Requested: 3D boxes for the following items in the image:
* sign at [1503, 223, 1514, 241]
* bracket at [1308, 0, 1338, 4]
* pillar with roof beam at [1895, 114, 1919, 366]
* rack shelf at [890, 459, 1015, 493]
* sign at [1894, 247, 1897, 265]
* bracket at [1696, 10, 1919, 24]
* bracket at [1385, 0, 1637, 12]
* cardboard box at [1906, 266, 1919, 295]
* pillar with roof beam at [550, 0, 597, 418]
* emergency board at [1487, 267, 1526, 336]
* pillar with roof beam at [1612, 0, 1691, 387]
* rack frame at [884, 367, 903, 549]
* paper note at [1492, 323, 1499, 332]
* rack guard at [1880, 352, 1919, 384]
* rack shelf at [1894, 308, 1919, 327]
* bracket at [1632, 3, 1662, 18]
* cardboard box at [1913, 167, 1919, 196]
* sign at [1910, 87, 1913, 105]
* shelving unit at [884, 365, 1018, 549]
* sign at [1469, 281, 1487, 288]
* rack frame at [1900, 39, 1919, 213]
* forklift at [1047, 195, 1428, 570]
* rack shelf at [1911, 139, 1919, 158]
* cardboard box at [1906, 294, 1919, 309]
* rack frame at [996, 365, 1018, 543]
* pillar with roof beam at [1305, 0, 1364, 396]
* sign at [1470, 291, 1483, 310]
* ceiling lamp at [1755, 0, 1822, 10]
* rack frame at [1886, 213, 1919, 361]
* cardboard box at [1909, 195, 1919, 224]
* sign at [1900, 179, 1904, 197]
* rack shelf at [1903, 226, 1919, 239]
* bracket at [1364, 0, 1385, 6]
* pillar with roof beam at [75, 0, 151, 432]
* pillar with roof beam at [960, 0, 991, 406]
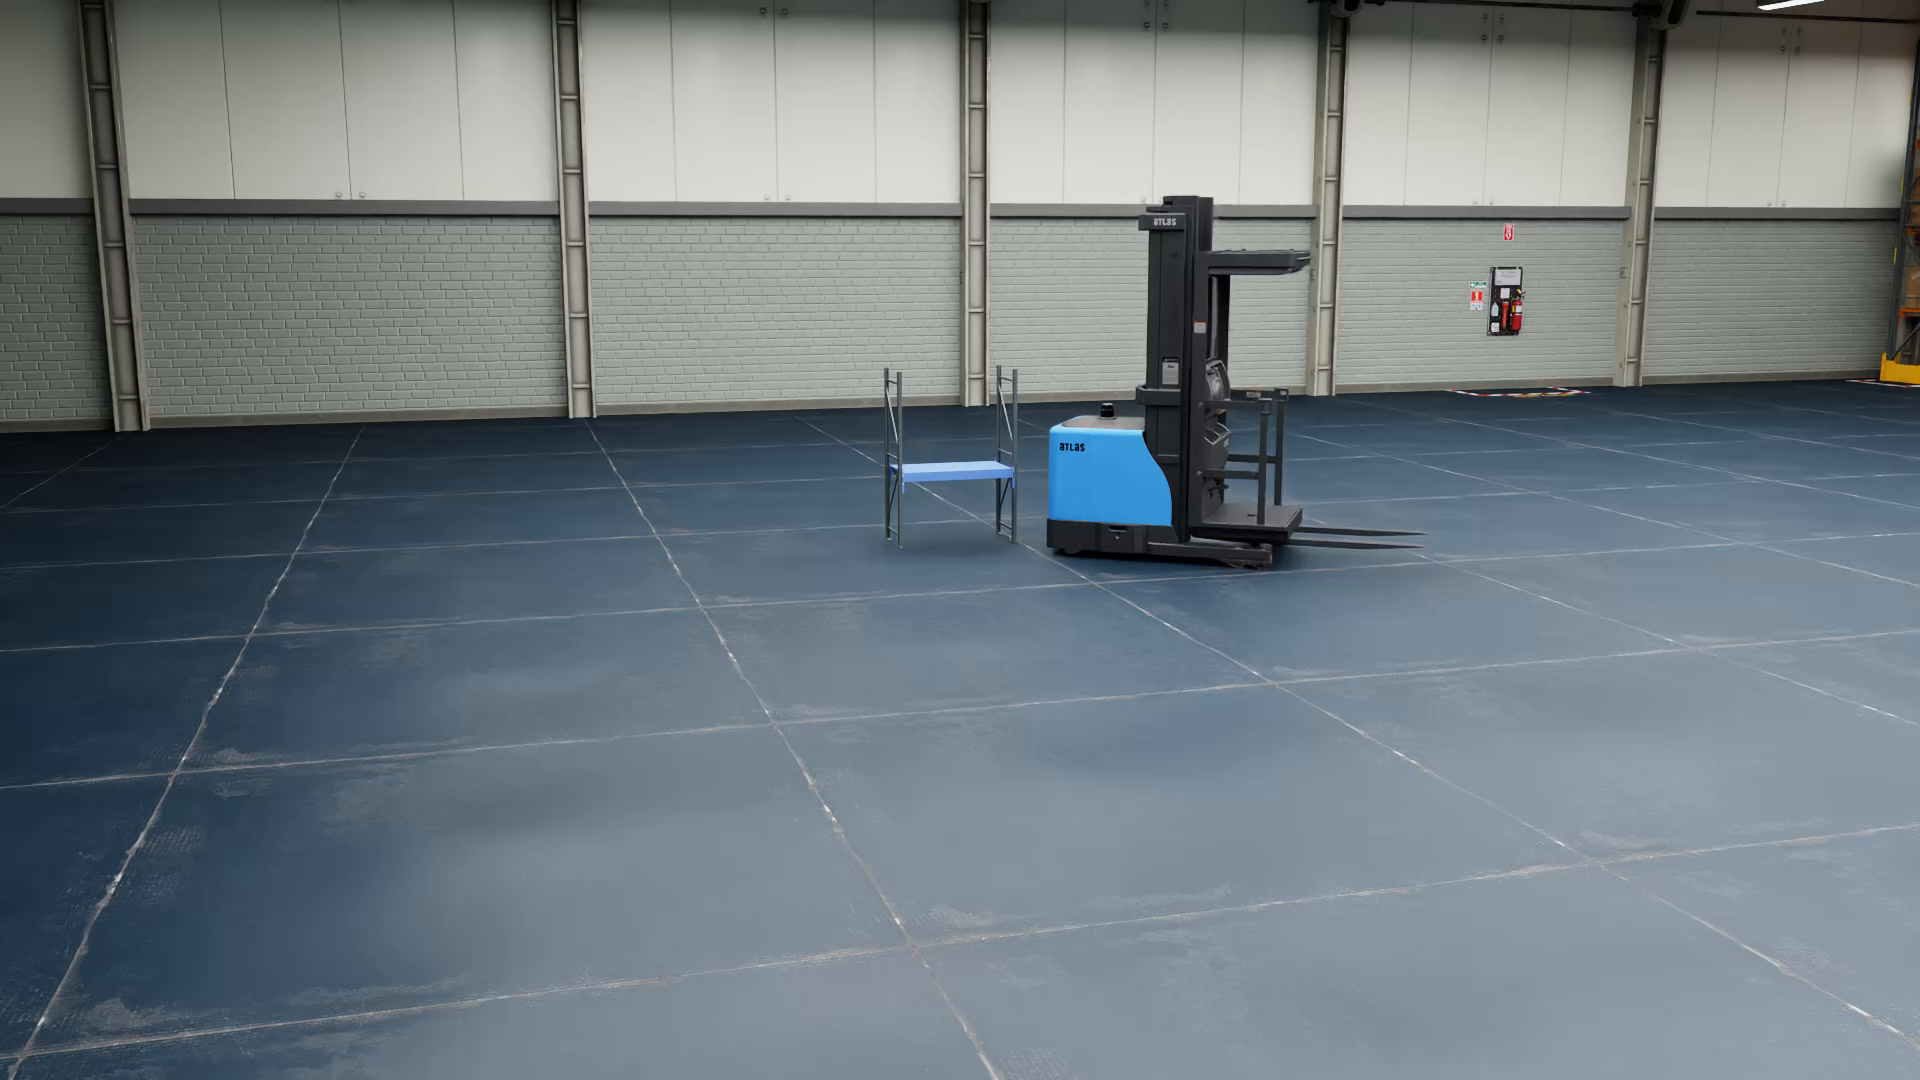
[{"bbox_3d":[9.329,-5.231,28.274,0.199,0.298,0.001,-3,11,-16],"label":"sign"},{"bbox_3d":[5.688,-8.527,26.068,0.430,0.232,0.235,-3,11,-16],"label":"bracket"},{"bbox_3d":[18.712,-6.698,26.077,0.400,9.000,9.100,-3,11,-16],"label":"pillar with roof beam"},{"bbox_3d":[-0.082,-0.556,14.420,1.000,0.185,0.538,-3,11,-16],"label":"rack shelf"},{"bbox_3d":[16.942,-5.133,30.072,0.005,0.325,0.100,-3,11,-16],"label":"sign"},{"bbox_3d":[14.719,-9.003,28.654,4.783,0.066,0.076,-3,11,-16],"label":"bracket"},{"bbox_3d":[8.958,-8.699,27.004,4.783,0.066,0.076,-3,11,-16],"label":"bracket"},{"bbox_3d":[17.471,-4.676,29.950,0.500,0.500,0.500,-3,11,-17],"label":"cardboard box"},{"bbox_3d":[-4.332,-5.484,19.479,0.400,9.000,9.100,-3,11,-16],"label":"pillar with roof beam"},{"bbox_3d":[9.364,-4.074,28.392,0.643,1.169,0.194,-3,11,-16],"label":"emergency board"},{"bbox_3d":[12.951,-6.395,24.427,0.548,9.000,9.100,-3,11,-16],"label":"pillar with roof beam"},{"bbox_3d":[-0.570,-0.708,14.247,0.032,1.500,0.500,-3,11,-16],"label":"rack frame"},{"bbox_3d":[9.175,-3.644,28.489,0.142,0.148,0.016,-3,11,-16],"label":"paper note"},{"bbox_3d":[17.151,-3.085,29.923,0.348,0.500,1.175,-3,11,-16],"label":"rack guard"},{"bbox_3d":[18.999,-4.058,30.291,4.000,0.370,1.077,-3,11,-16],"label":"rack shelf"},{"bbox_3d":[11.449,-8.831,27.717,0.430,0.232,0.235,-3,11,-16],"label":"bracket"},{"bbox_3d":[17.419,-6.404,29.668,0.500,0.500,0.500,-3,11,-13],"label":"cardboard box"},{"bbox_3d":[16.943,-7.896,29.563,0.005,0.325,0.100,-3,11,-16],"label":"sign"},{"bbox_3d":[-0.082,-0.733,14.387,1.048,1.500,0.538,-3,11,-16],"label":"shelving unit"},{"bbox_3d":[8.812,-4.341,28.279,0.331,0.109,0.001,-3,11,-16],"label":"sign"},{"bbox_3d":[17.078,-7.261,29.133,0.127,3.000,1.000,-3,11,-16],"label":"rack frame"},{"bbox_3d":[2.298,-1.312,13.580,3.031,2.935,1.130,3,11,18],"label":"forklift"},{"bbox_3d":[18.999,-7.007,29.748,4.000,0.370,1.077,-3,11,-16],"label":"rack shelf"},{"bbox_3d":[17.473,-4.304,29.999,0.500,0.250,0.500,-3,11,-15],"label":"cardboard box"},{"bbox_3d":[0.406,-0.759,14.527,0.032,1.500,0.500,-3,11,-16],"label":"rack frame"},{"bbox_3d":[7.190,-6.091,22.778,0.548,9.000,9.100,-3,11,-16],"label":"pillar with roof beam"},{"bbox_3d":[8.805,-4.082,28.335,0.234,0.329,0.001,-3,11,-16],"label":"sign"},{"bbox_3d":[11.717,-9.077,22.874,0.800,3.185,2.000,-3,11,-16],"label":"ceiling lamp"},{"bbox_3d":[17.078,-4.310,29.676,0.127,3.000,1.000,-3,11,-16],"label":"rack frame"},{"bbox_3d":[17.408,-5.910,29.747,0.500,0.500,0.500,-2,11,-12],"label":"cardboard box"},{"bbox_3d":[16.942,-6.319,29.854,0.005,0.325,0.100,-3,11,-16],"label":"sign"},{"bbox_3d":[18.999,-5.533,30.019,4.000,0.370,1.077,-3,11,-16],"label":"rack shelf"},{"bbox_3d":[6.485,-8.569,26.296,0.430,0.232,0.235,-3,11,-16],"label":"bracket"},{"bbox_3d":[-10.092,-5.180,17.830,0.400,9.000,9.100,-3,11,-16],"label":"pillar with roof beam"},{"bbox_3d":[1.429,-5.787,21.129,0.548,9.000,9.100,-3,11,-16],"label":"pillar with roof beam"}]
